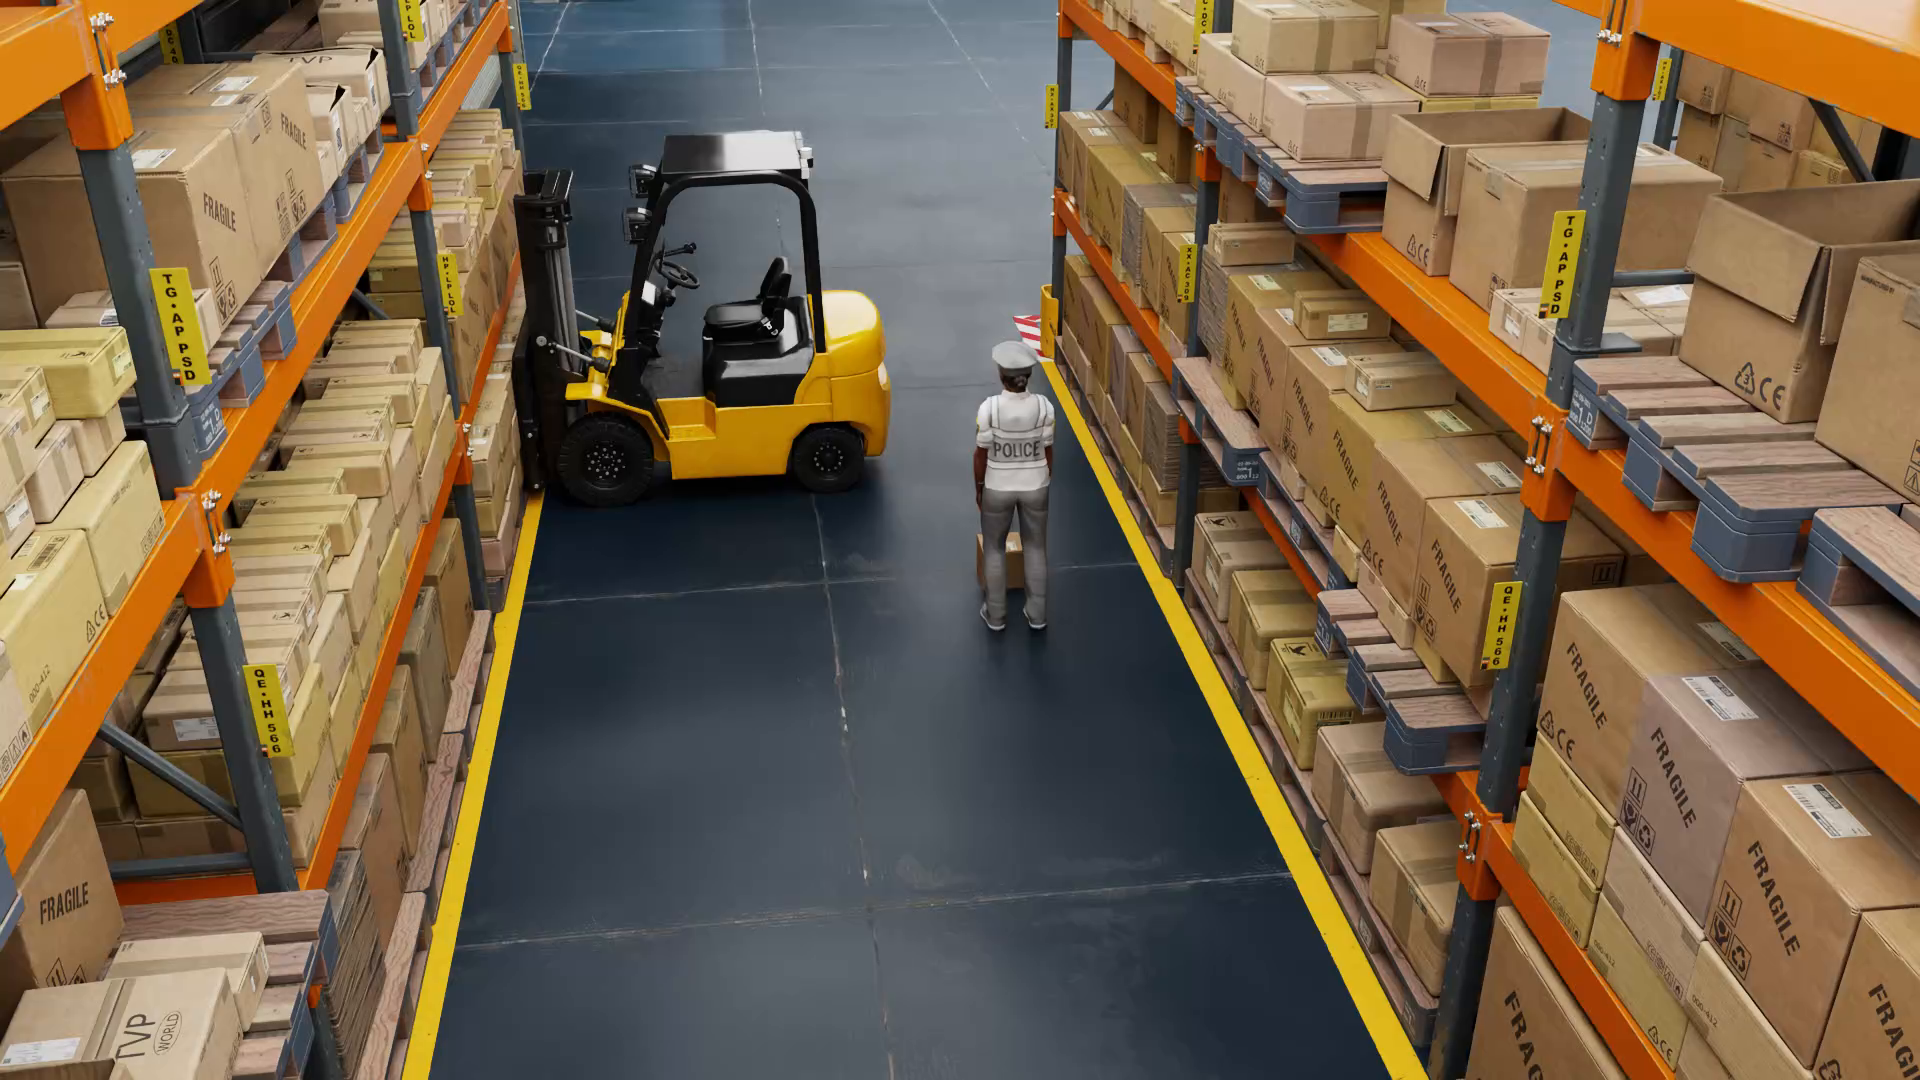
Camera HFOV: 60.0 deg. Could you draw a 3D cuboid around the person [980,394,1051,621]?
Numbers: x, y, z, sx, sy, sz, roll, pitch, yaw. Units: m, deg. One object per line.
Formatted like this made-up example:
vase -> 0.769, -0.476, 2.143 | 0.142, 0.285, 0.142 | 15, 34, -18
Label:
person -> 0.309, -0.204, 9.194 | 0.387, 1.350, 0.324 | -3, 27, -6
